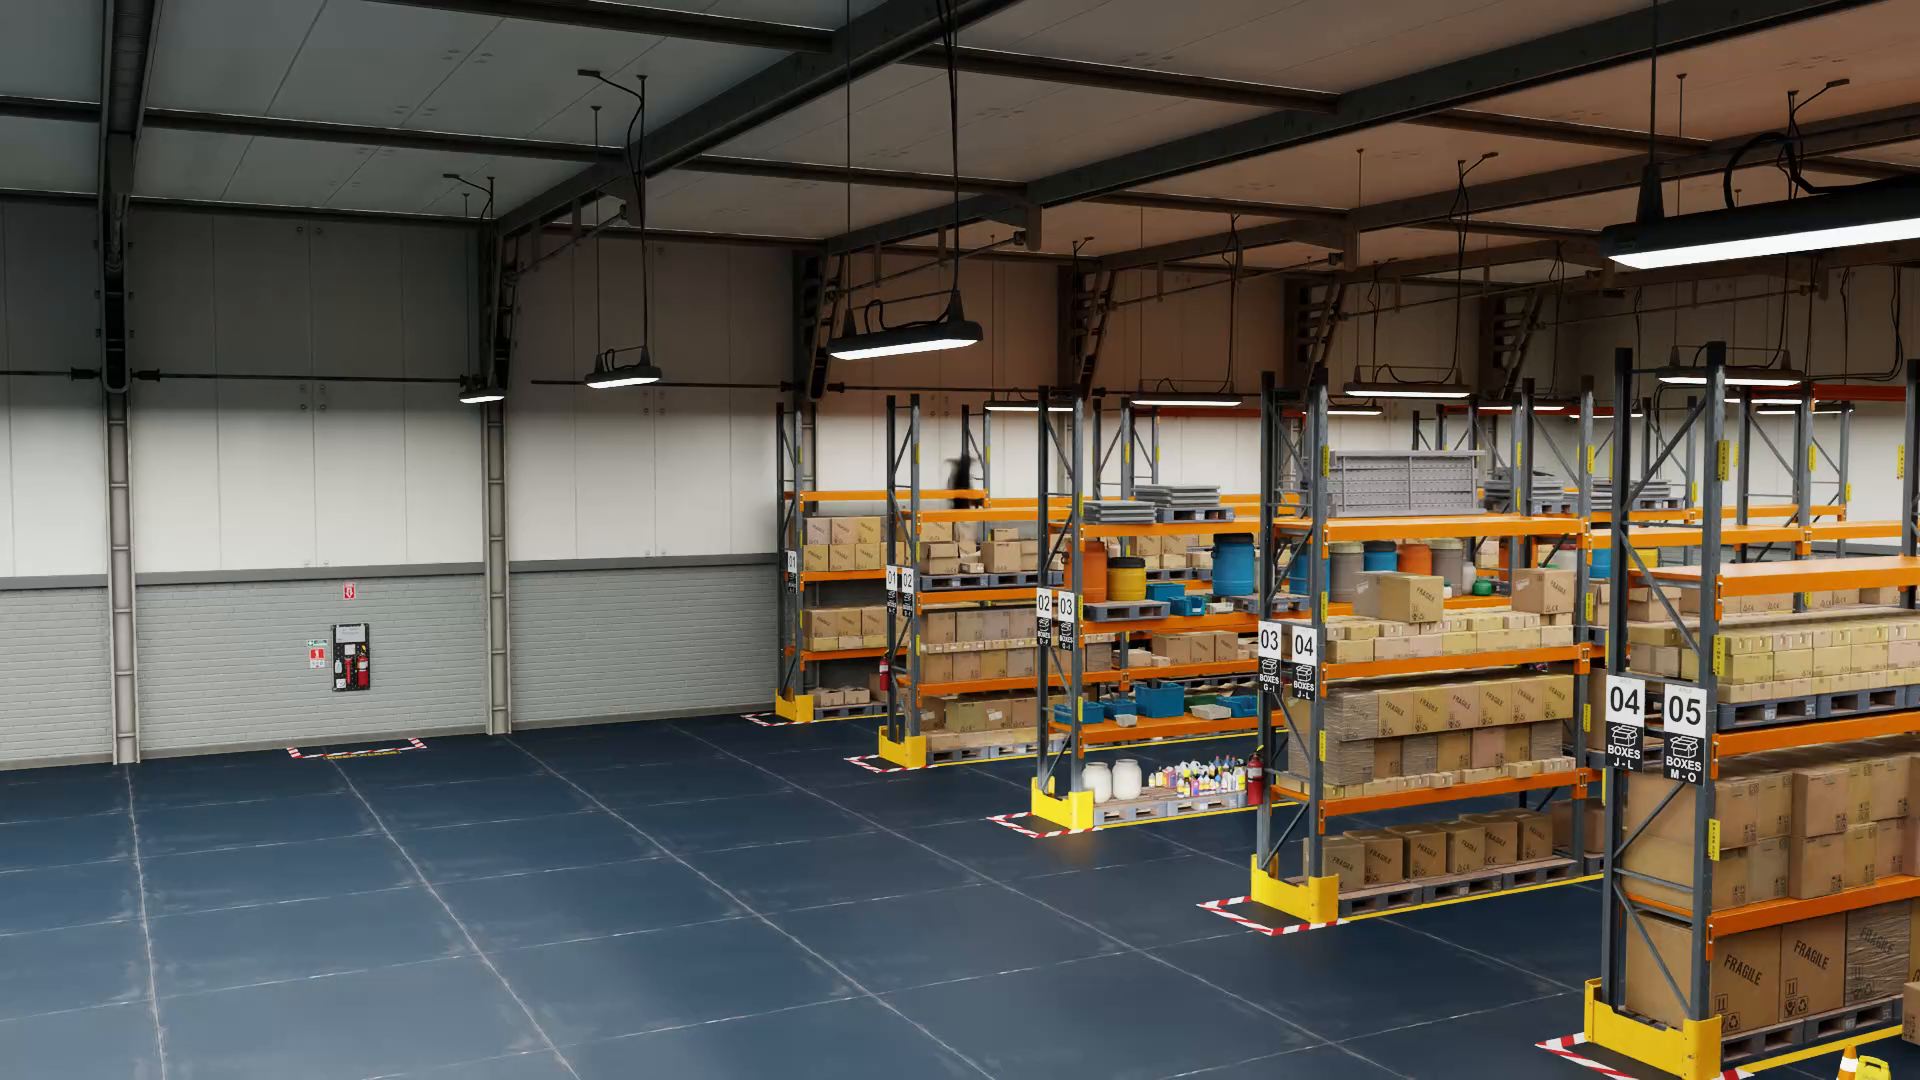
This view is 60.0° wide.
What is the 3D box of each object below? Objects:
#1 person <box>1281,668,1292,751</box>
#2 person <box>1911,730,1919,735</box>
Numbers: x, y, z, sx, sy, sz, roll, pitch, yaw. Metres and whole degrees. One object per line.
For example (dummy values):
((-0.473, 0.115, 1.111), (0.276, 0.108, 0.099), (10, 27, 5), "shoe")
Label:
((5.724, 2.743, 28.345), (0.823, 1.626, 0.534), (-2, 4, -35), "person")
((11.809, 3.115, 20.686), (0.700, 1.780, 0.628), (-2, 4, -32), "person")
